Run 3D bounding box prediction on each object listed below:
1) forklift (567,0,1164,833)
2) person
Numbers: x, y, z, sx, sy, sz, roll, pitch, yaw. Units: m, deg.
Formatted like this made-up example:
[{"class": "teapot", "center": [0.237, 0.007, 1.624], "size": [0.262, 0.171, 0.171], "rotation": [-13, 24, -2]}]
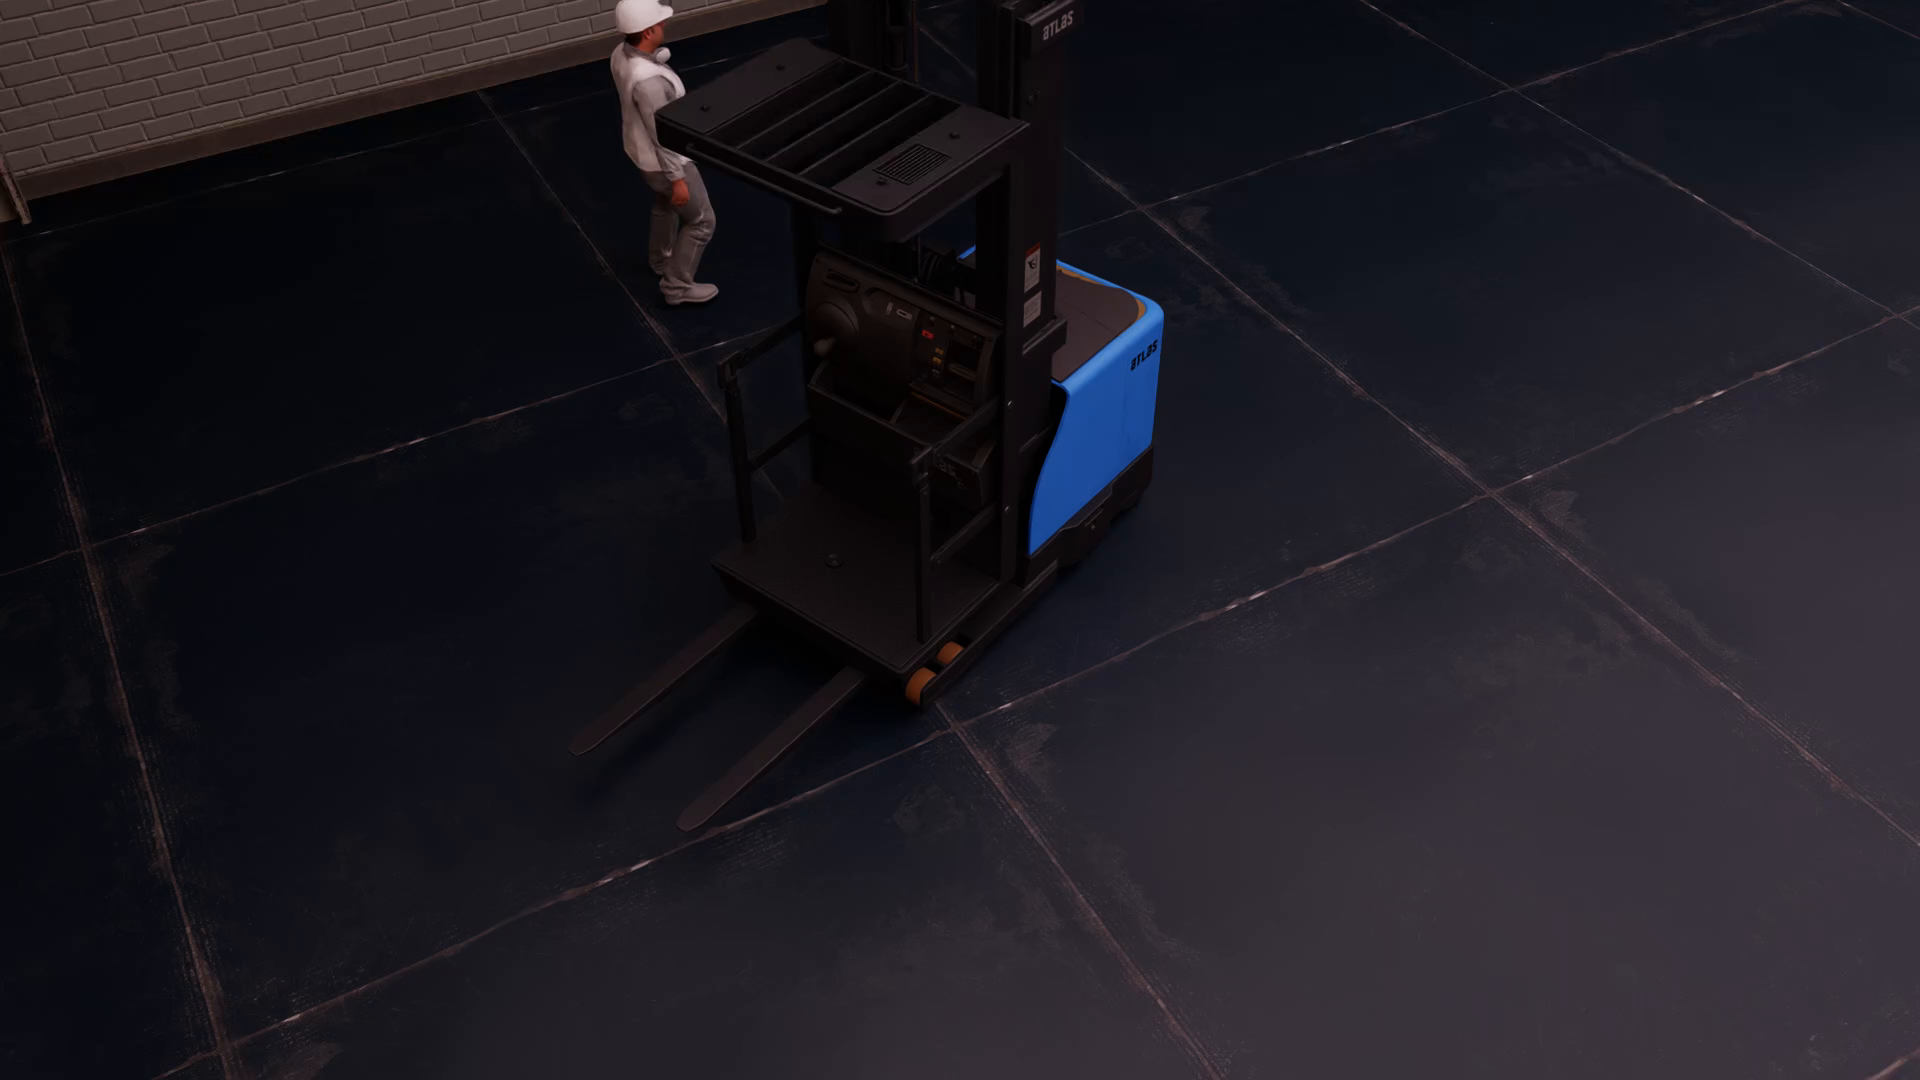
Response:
[{"class": "forklift", "center": [-0.375, -0.749, 6.505], "size": [1.130, 2.935, 3.031], "rotation": [28, 50, 27]}, {"class": "person", "center": [-1.557, -2.059, 8.778], "size": [0.408, 1.762, 0.700], "rotation": [-20, 46, -20]}]
